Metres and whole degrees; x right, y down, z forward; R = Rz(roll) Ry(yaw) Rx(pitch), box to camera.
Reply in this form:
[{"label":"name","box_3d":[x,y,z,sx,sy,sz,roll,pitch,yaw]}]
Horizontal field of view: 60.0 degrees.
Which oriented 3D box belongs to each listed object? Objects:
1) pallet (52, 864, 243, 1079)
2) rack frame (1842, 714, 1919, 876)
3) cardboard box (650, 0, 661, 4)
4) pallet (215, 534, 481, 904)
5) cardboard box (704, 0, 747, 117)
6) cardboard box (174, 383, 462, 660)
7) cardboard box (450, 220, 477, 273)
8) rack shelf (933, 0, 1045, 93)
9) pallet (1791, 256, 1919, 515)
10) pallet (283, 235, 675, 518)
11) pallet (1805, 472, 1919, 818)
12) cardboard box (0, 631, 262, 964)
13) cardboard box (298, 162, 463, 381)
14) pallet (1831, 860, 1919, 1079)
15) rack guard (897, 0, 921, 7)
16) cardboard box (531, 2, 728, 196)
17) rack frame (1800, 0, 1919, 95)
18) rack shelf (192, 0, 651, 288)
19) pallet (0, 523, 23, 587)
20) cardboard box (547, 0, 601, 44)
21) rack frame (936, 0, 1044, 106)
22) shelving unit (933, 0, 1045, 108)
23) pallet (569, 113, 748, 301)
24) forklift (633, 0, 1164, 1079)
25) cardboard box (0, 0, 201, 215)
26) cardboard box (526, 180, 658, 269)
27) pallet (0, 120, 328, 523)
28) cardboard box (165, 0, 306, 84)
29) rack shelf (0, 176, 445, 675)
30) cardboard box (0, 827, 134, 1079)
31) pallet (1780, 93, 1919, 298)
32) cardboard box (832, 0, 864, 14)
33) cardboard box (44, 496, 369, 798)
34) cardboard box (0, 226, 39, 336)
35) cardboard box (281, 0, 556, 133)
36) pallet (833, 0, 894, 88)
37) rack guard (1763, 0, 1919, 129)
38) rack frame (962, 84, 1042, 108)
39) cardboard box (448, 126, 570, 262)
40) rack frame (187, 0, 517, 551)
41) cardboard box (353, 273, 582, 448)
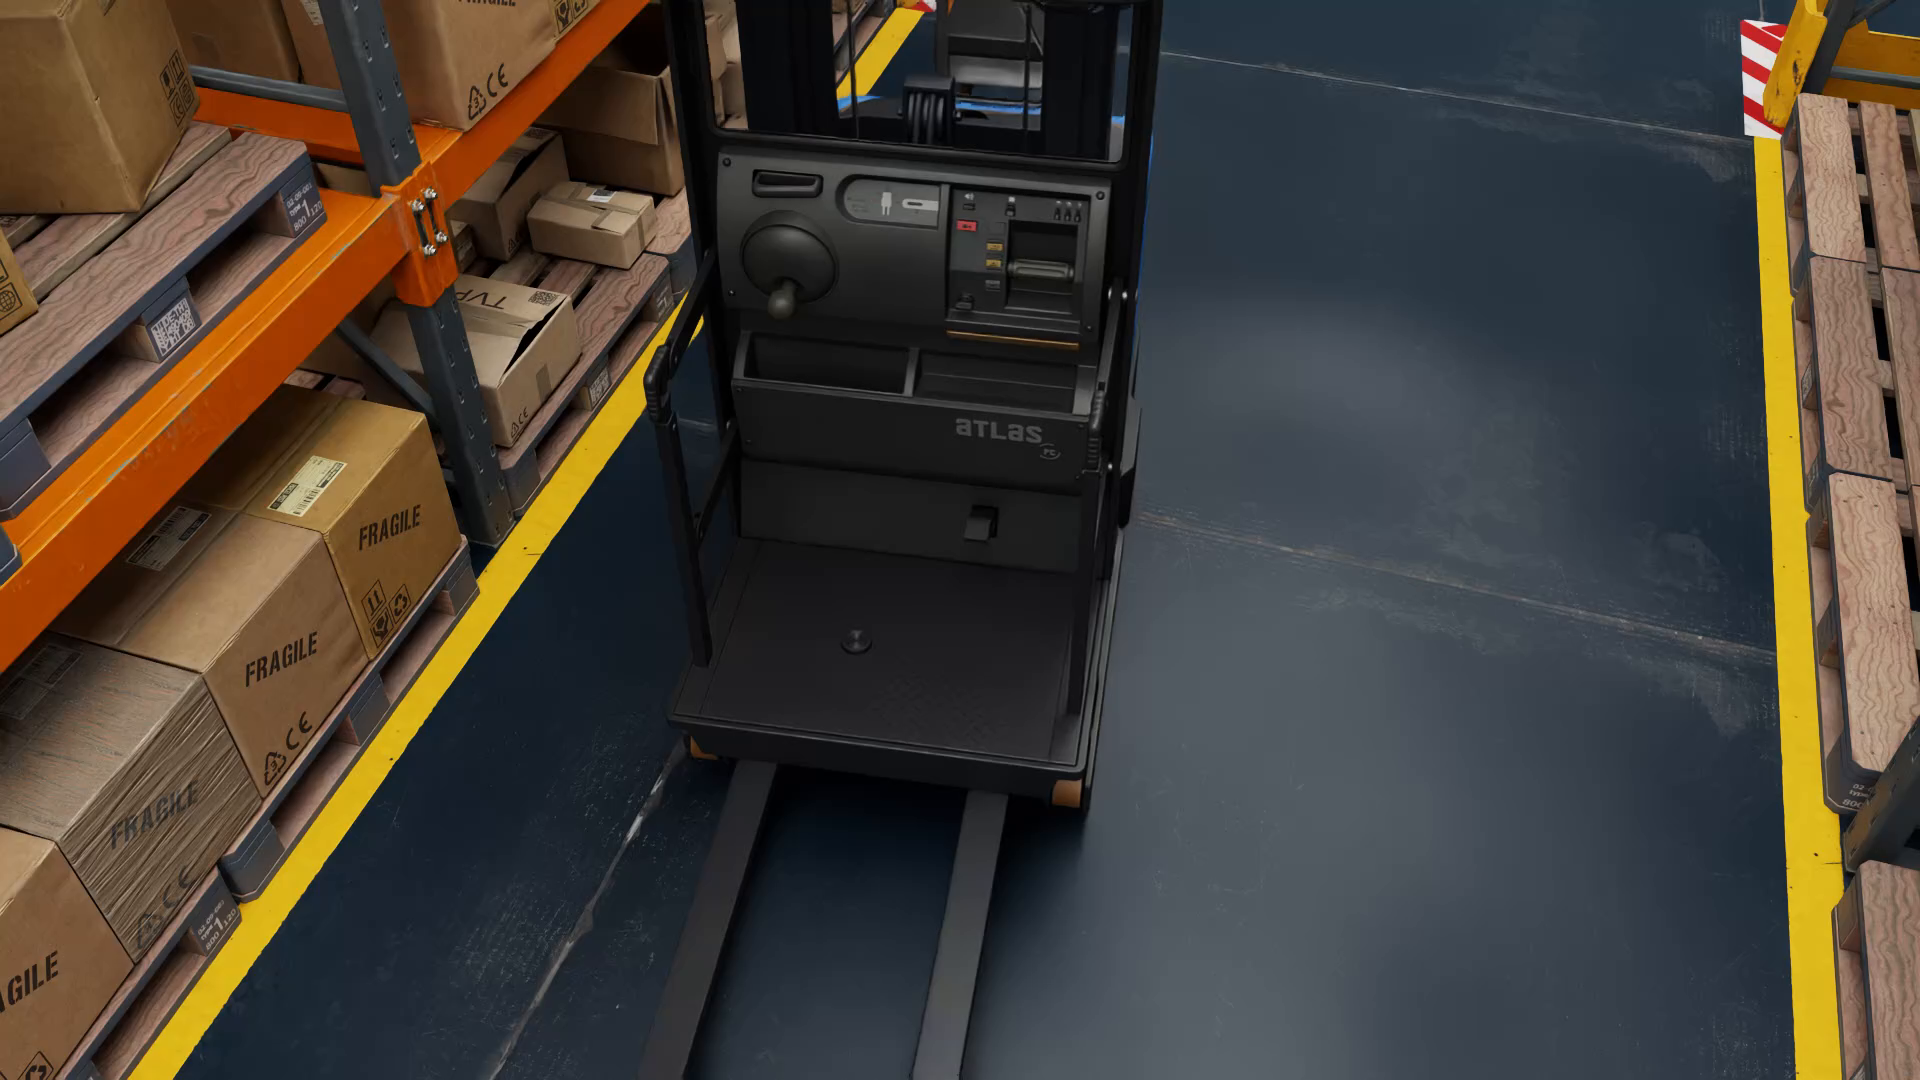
[{"label":"pallet","box_3d":[-2.485,1.178,3.896,1.003,0.211,1.213,13,46,13]},{"label":"rack frame","box_3d":[2.812,-0.133,3.242,1.000,3.000,0.127,13,46,13]},{"label":"cardboard box","box_3d":[-1.434,-2.057,6.859,0.500,0.250,0.500,13,46,13]},{"label":"pallet","box_3d":[-2.118,0.362,4.729,1.003,0.211,1.213,13,46,13]},{"label":"cardboard box","box_3d":[-0.942,-1.984,6.785,0.500,0.250,0.500,13,46,13]},{"label":"cardboard box","box_3d":[-1.784,-0.059,4.639,0.500,0.500,0.500,12,46,12]},{"label":"cardboard box","box_3d":[-1.949,-1.026,5.877,0.380,0.149,0.250,13,46,13]},{"label":"rack shelf","box_3d":[0.167,-1.514,5.316,0.431,0.518,0.480,7,45,7]},{"label":"pallet","box_3d":[3.366,-0.451,5.560,1.003,0.211,1.213,13,46,13]},{"label":"pallet","box_3d":[-1.698,-0.646,5.759,1.003,0.211,1.213,13,46,13]},{"label":"pallet","box_3d":[2.998,0.365,4.726,1.003,0.211,1.213,13,46,13]},{"label":"cardboard box","box_3d":[-2.094,0.603,3.962,0.500,0.500,0.500,13,46,13]},{"label":"cardboard box","box_3d":[-2.005,-0.889,5.486,0.500,0.500,0.500,13,46,13]},{"label":"pallet","box_3d":[2.539,1.369,3.700,1.003,0.211,1.213,13,46,13]},{"label":"rack guard","box_3d":[-0.719,-2.907,7.863,1.175,0.500,0.348,13,46,13]},{"label":"cardboard box","box_3d":[-1.343,-1.703,6.316,0.797,0.503,0.637,13,46,13]},{"label":"rack frame","box_3d":[4.024,-2.800,5.966,1.000,3.000,0.127,13,46,13]},{"label":"rack shelf","box_3d":[-1.302,-2.261,5.930,1.077,0.370,4.000,13,46,13]},{"label":"pallet","box_3d":[-2.534,0.253,2.984,1.003,0.211,1.213,13,46,13]},{"label":"cardboard box","box_3d":[-1.341,-1.845,4.919,0.500,0.500,0.500,13,46,13]},{"label":"rack frame","box_3d":[0.128,-1.356,5.134,0.400,2.100,0.015,7,45,7]},{"label":"shelving unit","box_3d":[0.167,-1.524,5.306,0.431,2.100,0.503,7,45,7]},{"label":"pallet","box_3d":[-1.331,-1.462,6.593,1.003,0.211,1.213,13,46,13]},{"label":"forklift","box_3d":[-0.149,-0.600,3.768,1.130,2.935,3.031,7,45,7]},{"label":"cardboard box","box_3d":[-2.264,-1.102,3.860,0.700,0.500,0.500,-1,44,-1]},{"label":"cardboard box","box_3d":[-1.322,-1.142,5.984,0.380,0.166,0.250,13,46,13]},{"label":"pallet","box_3d":[-2.253,-0.607,3.863,1.003,0.211,1.213,13,46,13]},{"label":"cardboard box","box_3d":[-2.000,-1.608,4.677,0.500,0.500,0.500,13,46,13]},{"label":"rack shelf","box_3d":[-2.513,0.405,3.206,1.077,0.370,4.000,13,46,13]},{"label":"cardboard box","box_3d":[-2.245,0.942,3.615,0.500,0.500,0.500,11,45,11]},{"label":"pallet","box_3d":[3.737,-1.262,6.388,1.003,0.211,1.213,13,46,13]},{"label":"cardboard box","box_3d":[-0.626,-2.701,7.338,0.500,0.500,0.500,13,46,13]},{"label":"cardboard box","box_3d":[-1.941,0.268,4.304,0.500,0.500,0.500,13,46,13]},{"label":"cardboard box","box_3d":[-2.412,-0.631,3.378,0.700,0.500,0.500,19,48,19]},{"label":"cardboard box","box_3d":[-1.493,-1.503,4.570,0.500,0.500,0.500,14,46,14]},{"label":"pallet","box_3d":[-0.960,-2.272,7.421,1.003,0.211,1.213,13,46,13]},{"label":"rack guard","box_3d":[4.019,-1.925,6.860,1.175,0.500,0.348,13,46,13]},{"label":"rack frame","box_3d":[0.207,-1.693,5.478,0.400,2.100,0.015,7,45,7]},{"label":"cardboard box","box_3d":[-1.778,-1.321,6.063,0.500,0.311,0.500,13,46,13]},{"label":"rack frame","box_3d":[-1.907,-1.185,4.316,1.000,3.000,0.127,13,46,13]},{"label":"cardboard box","box_3d":[-1.574,-0.615,5.342,0.500,0.311,0.500,13,46,13]}]
